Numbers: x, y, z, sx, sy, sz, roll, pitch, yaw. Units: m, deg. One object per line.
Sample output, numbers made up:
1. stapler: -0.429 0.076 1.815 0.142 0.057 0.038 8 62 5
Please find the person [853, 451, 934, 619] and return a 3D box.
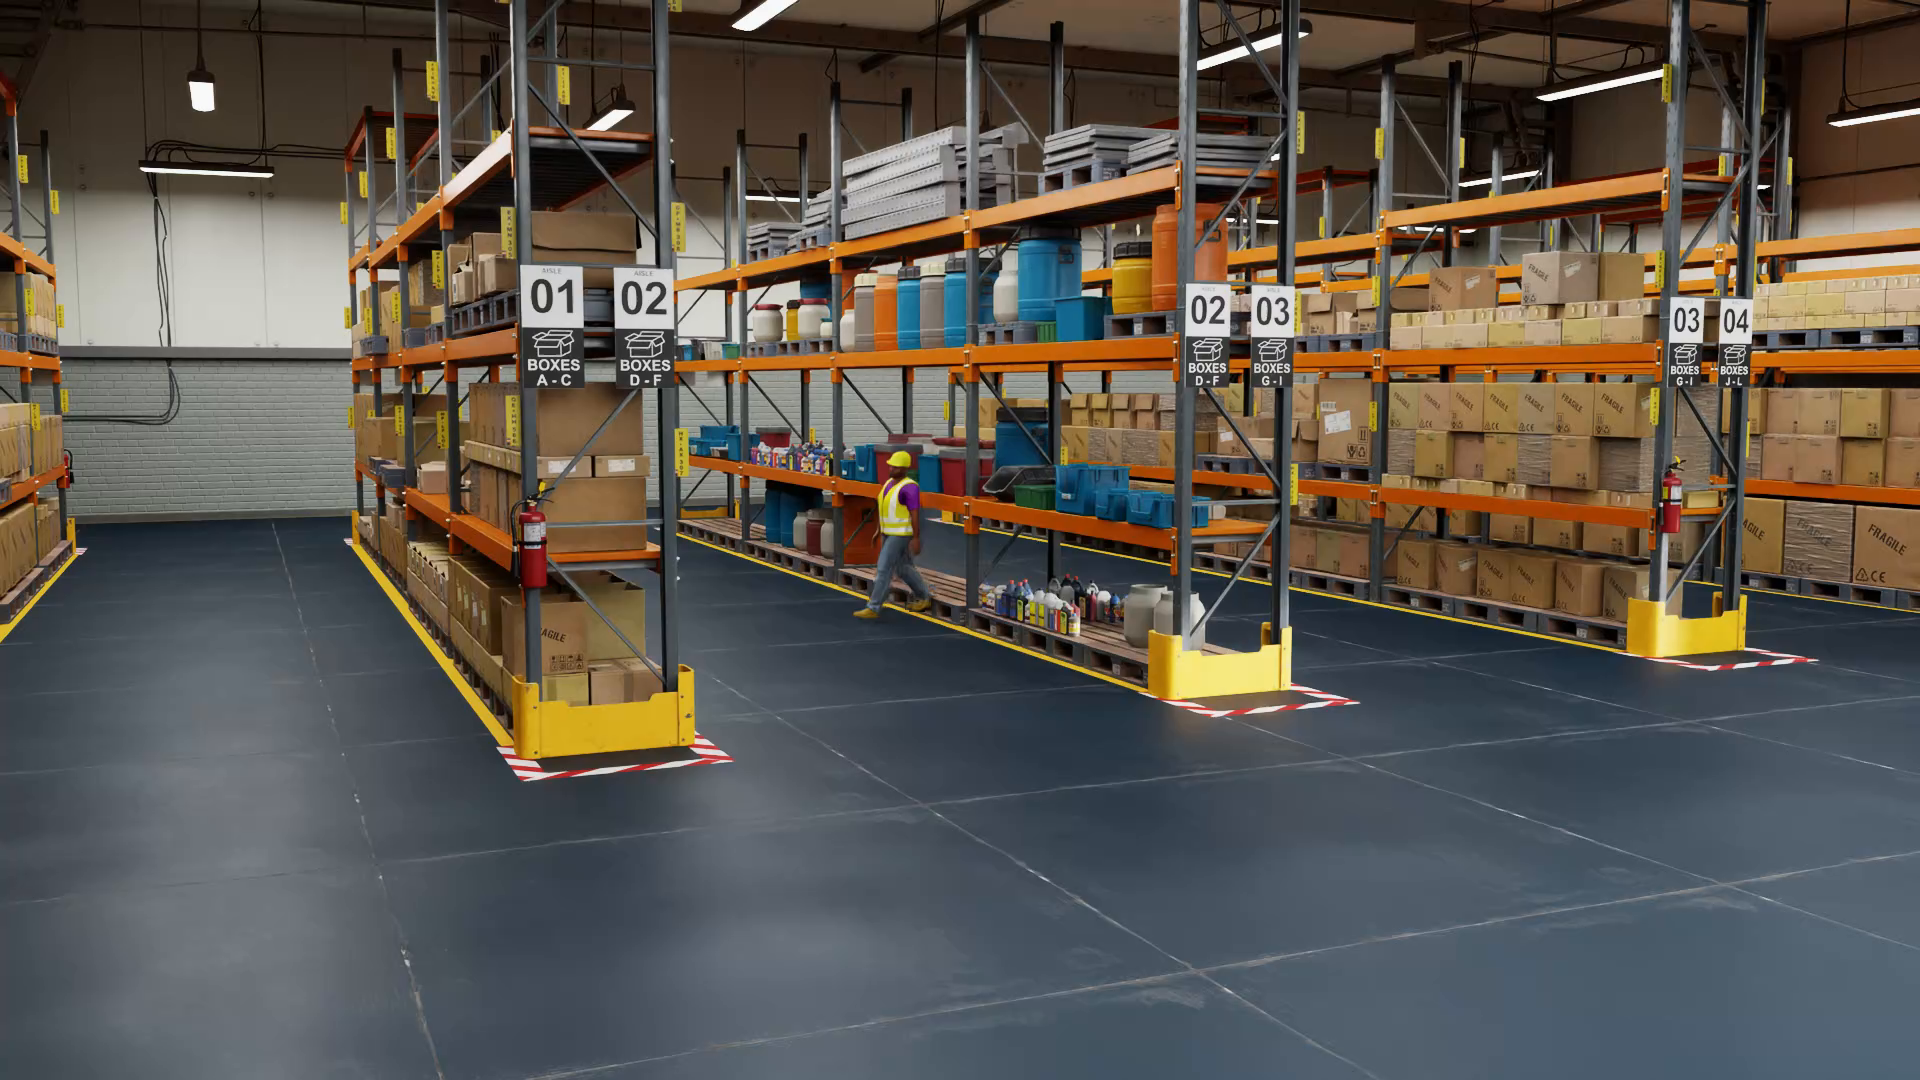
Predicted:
1. person: -0.693 -0.059 17.204 0.953 1.726 0.581 -2 6 -23
